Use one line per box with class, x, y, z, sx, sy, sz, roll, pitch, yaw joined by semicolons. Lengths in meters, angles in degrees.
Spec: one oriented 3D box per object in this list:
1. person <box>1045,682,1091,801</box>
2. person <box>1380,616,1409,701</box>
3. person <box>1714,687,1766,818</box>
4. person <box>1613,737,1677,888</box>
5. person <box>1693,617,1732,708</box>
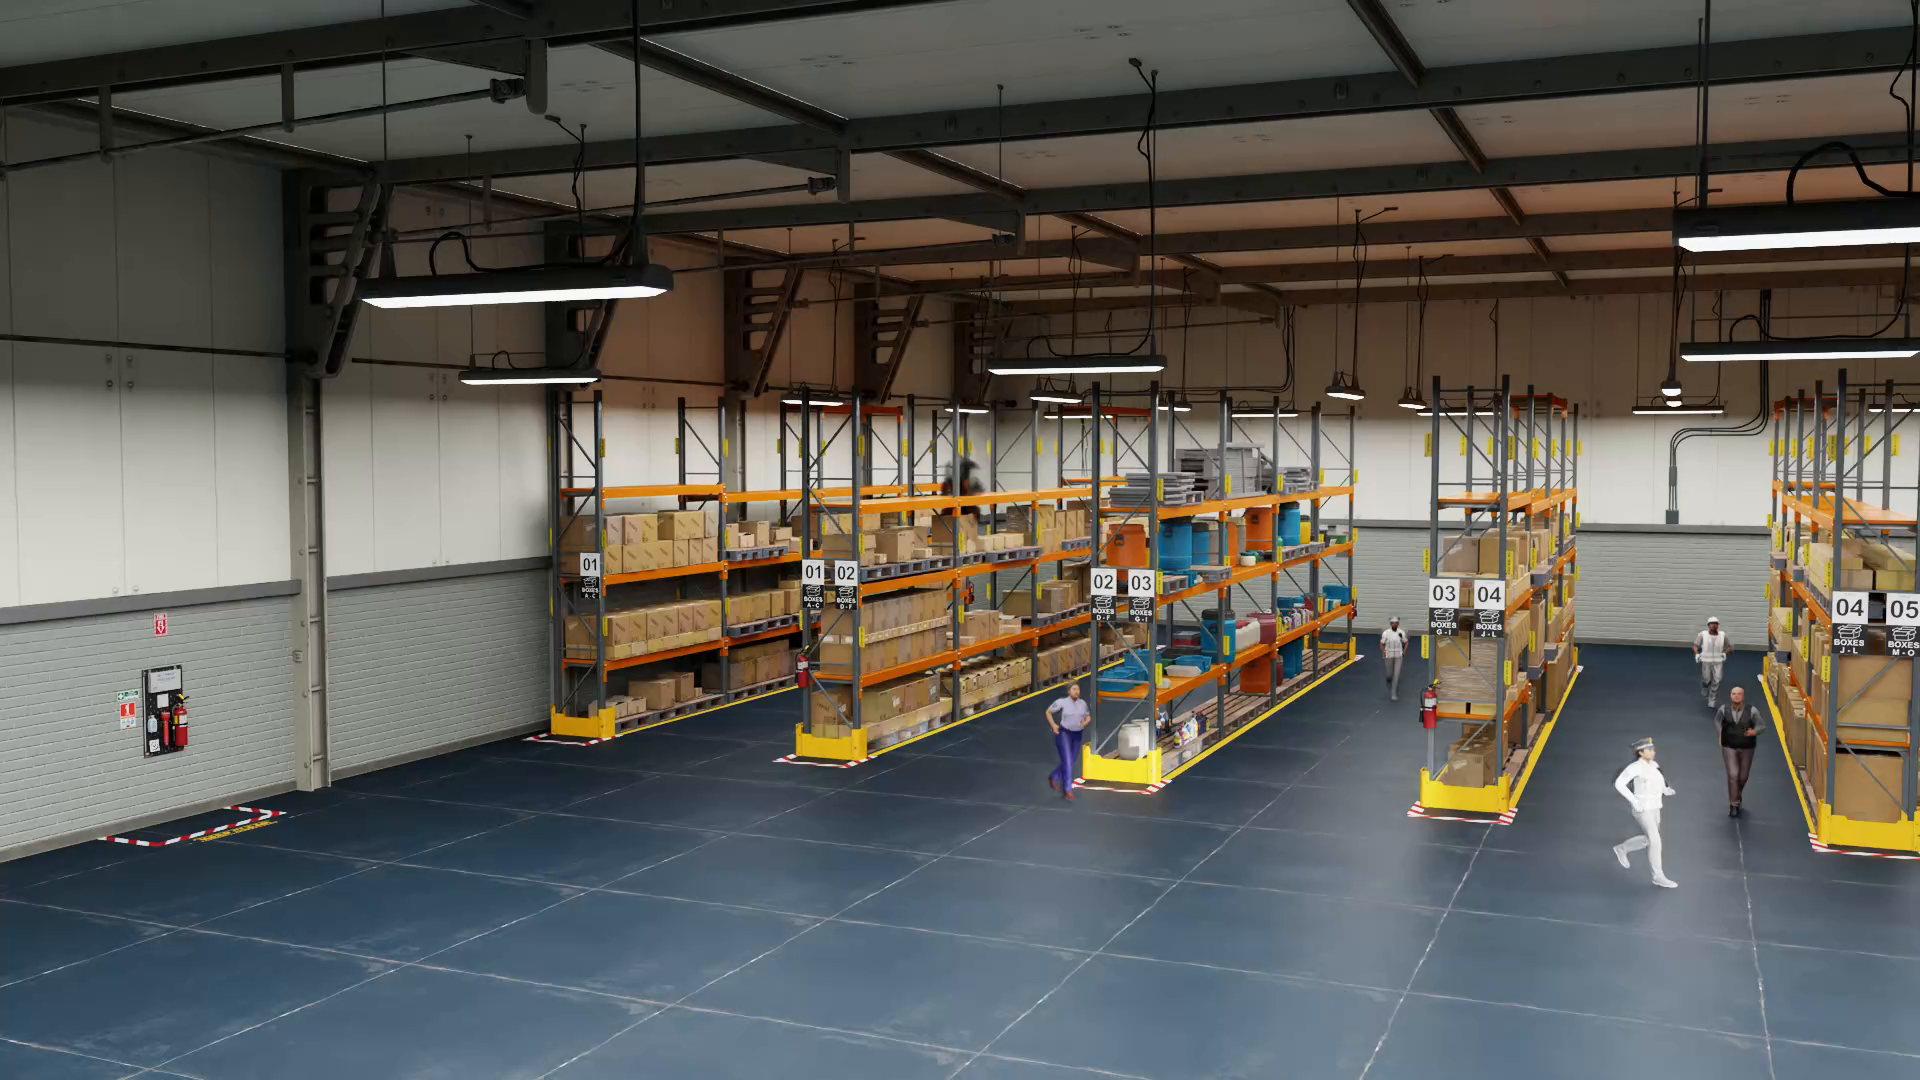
person;1.583;2.878;24.006;0.664;1.664;0.822;-2;4;-31
person;8.700;2.346;33.316;0.577;1.675;0.711;1;3;11
person;10.704;2.881;22.842;0.648;1.735;0.890;1;3;23
person;7.889;3.095;19.153;0.623;1.669;0.866;-2;4;-33
person;14.594;2.357;32.252;0.686;1.736;0.605;1;3;17
